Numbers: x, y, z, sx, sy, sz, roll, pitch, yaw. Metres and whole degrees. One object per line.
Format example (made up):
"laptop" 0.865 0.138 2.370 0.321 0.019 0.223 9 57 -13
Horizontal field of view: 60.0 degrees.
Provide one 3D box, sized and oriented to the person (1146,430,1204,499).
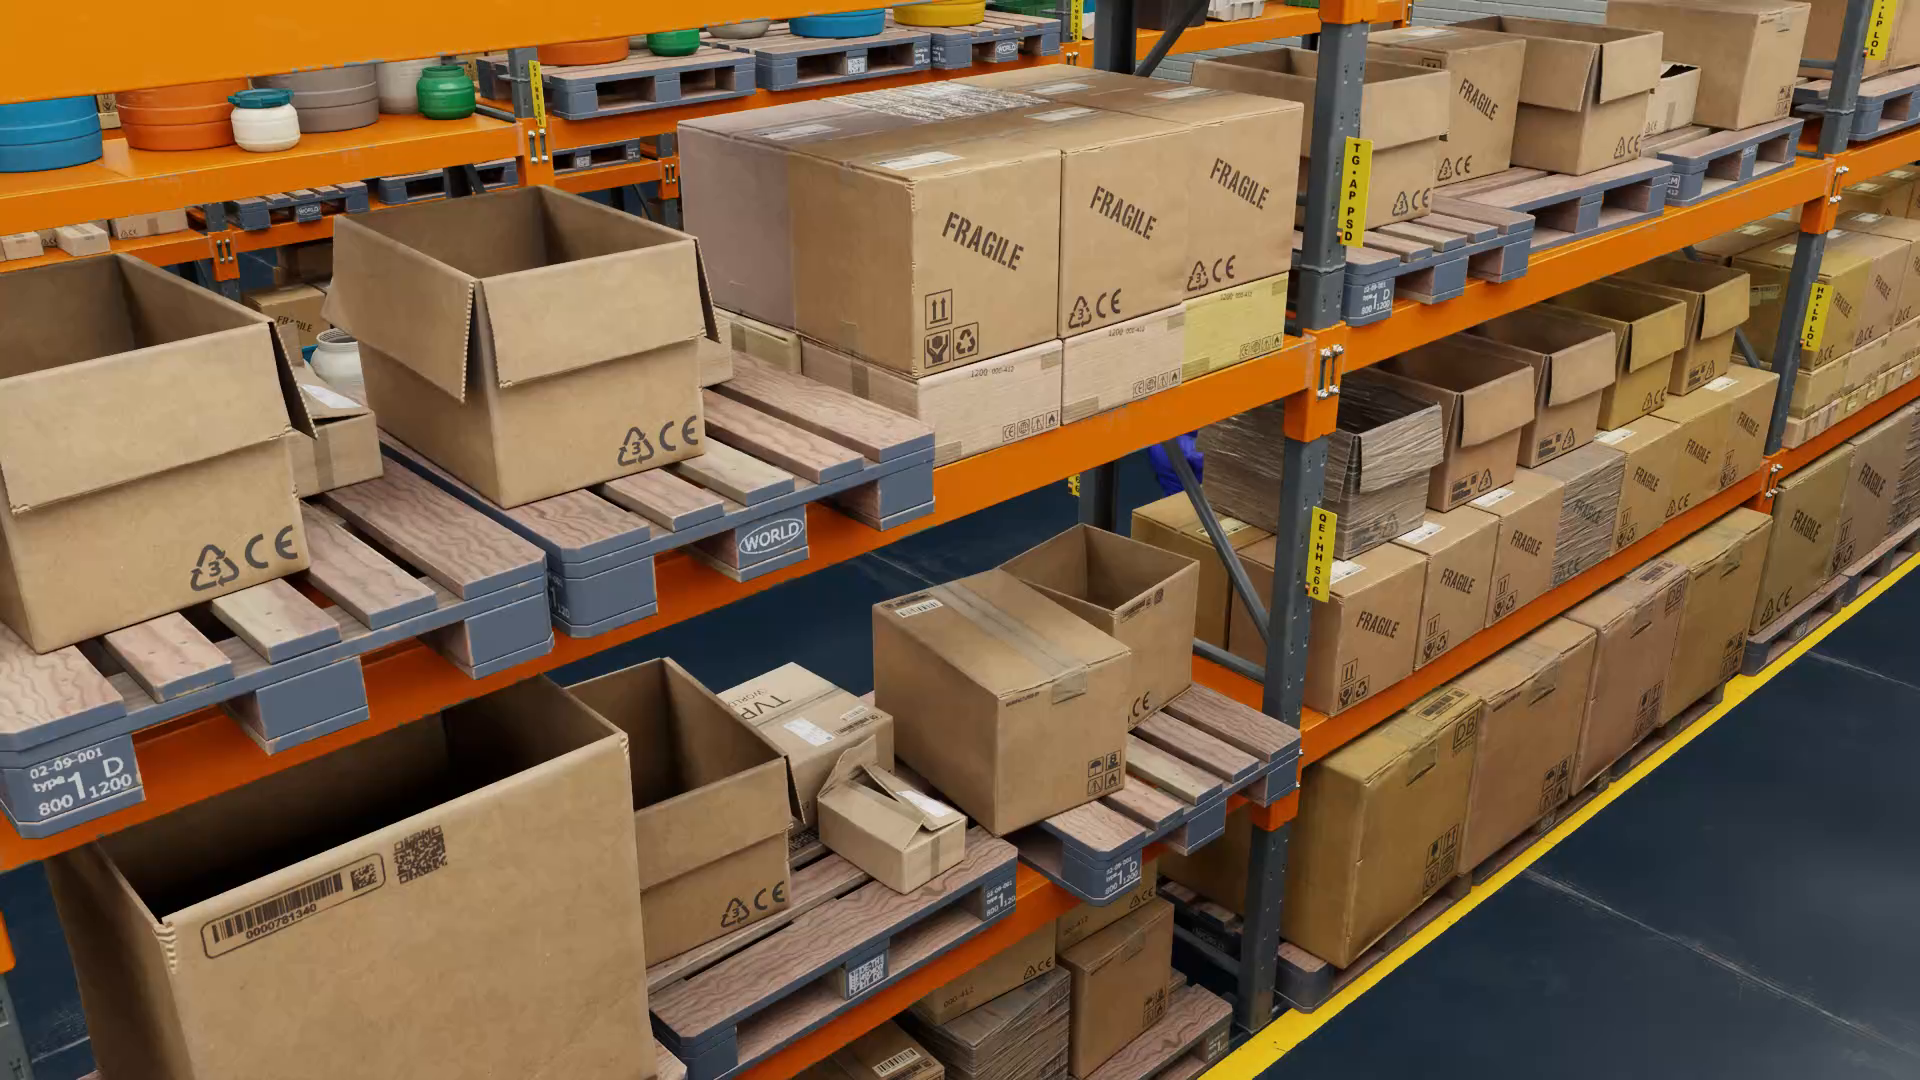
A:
"person" 1.233 -0.057 8.748 0.499 1.648 0.451 -20 31 -37
